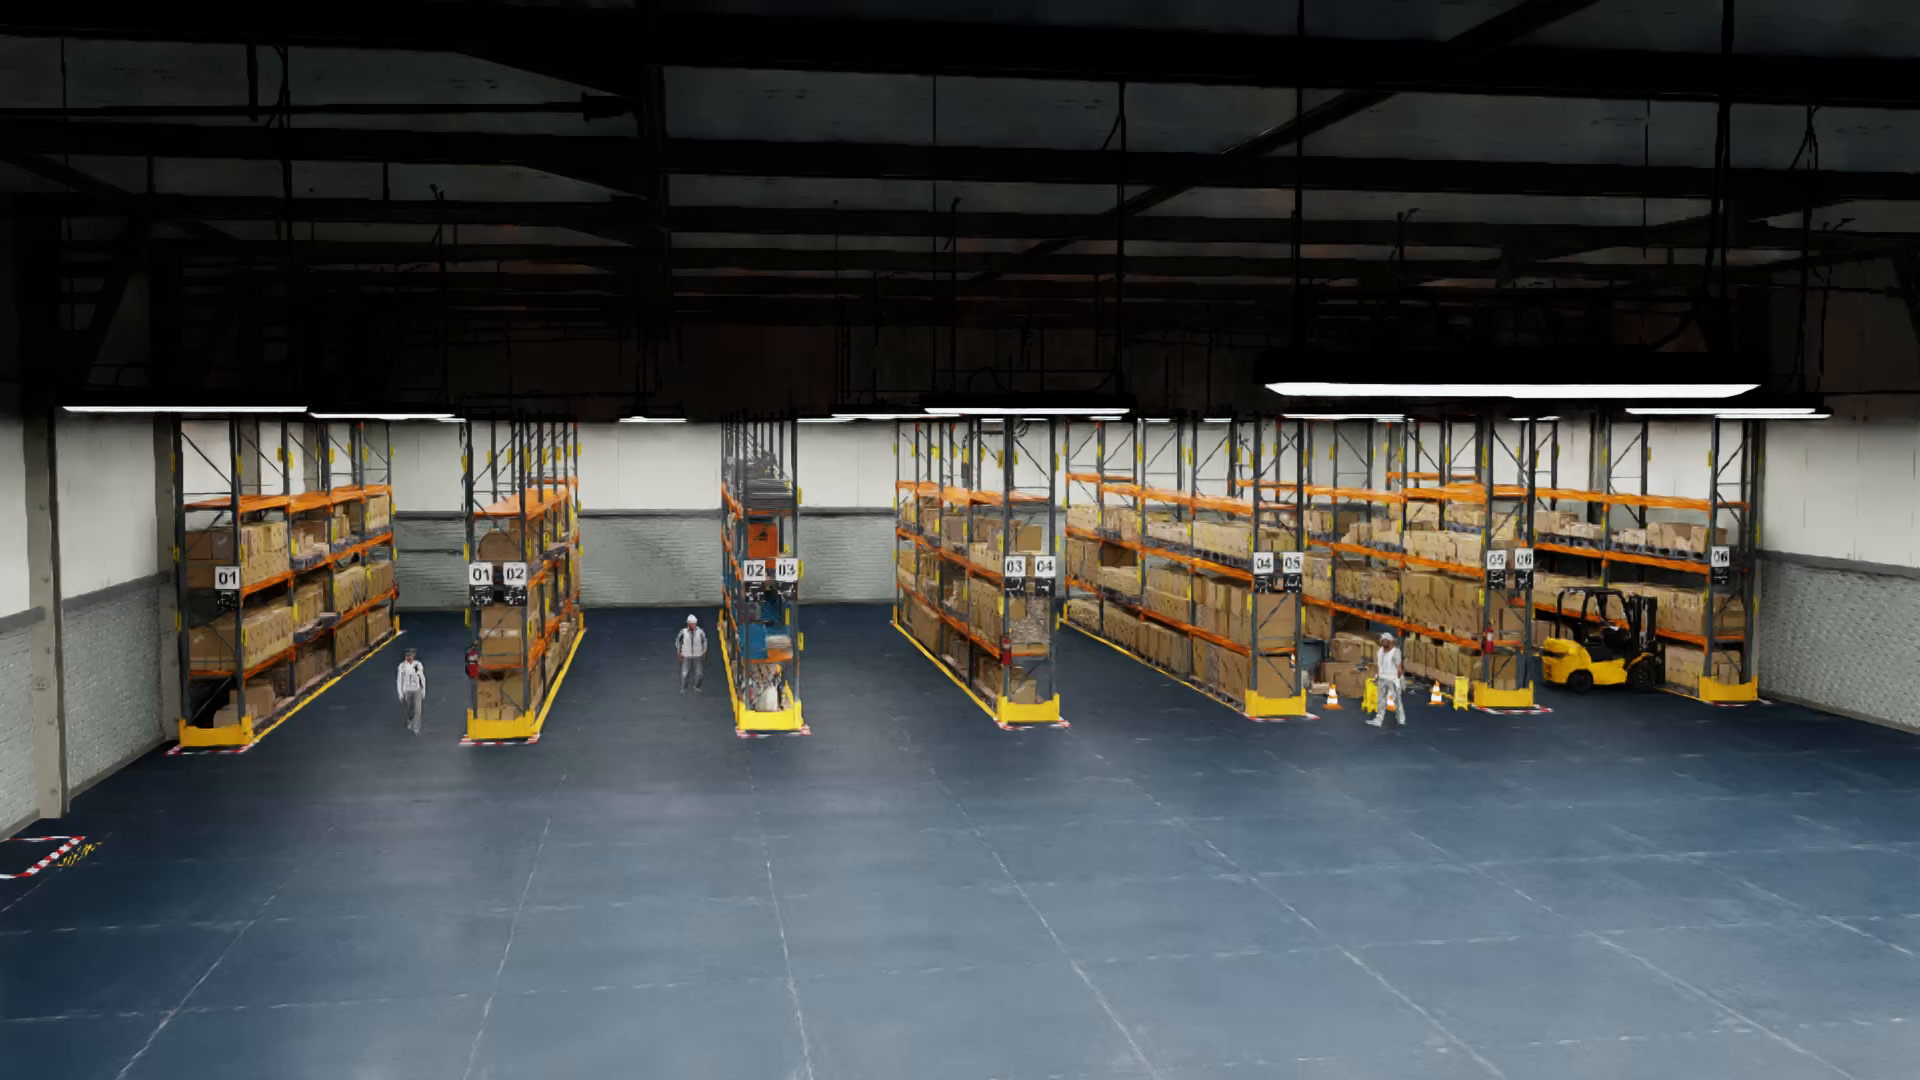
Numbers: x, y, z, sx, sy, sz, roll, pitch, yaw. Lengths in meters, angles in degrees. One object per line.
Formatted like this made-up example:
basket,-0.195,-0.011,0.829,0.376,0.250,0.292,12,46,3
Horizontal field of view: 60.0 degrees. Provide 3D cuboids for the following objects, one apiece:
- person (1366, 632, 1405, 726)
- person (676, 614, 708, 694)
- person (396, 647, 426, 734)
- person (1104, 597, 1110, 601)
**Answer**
person,8.085,2.637,31.536,0.635,1.786,0.681,-3,5,-33
person,-5.663,2.418,35.132,0.677,1.724,0.567,-1,4,-10
person,-10.149,2.759,30.720,0.498,1.585,1.075,-1,4,-12
person,4.520,1.276,51.034,0.463,1.756,0.720,2,4,24
